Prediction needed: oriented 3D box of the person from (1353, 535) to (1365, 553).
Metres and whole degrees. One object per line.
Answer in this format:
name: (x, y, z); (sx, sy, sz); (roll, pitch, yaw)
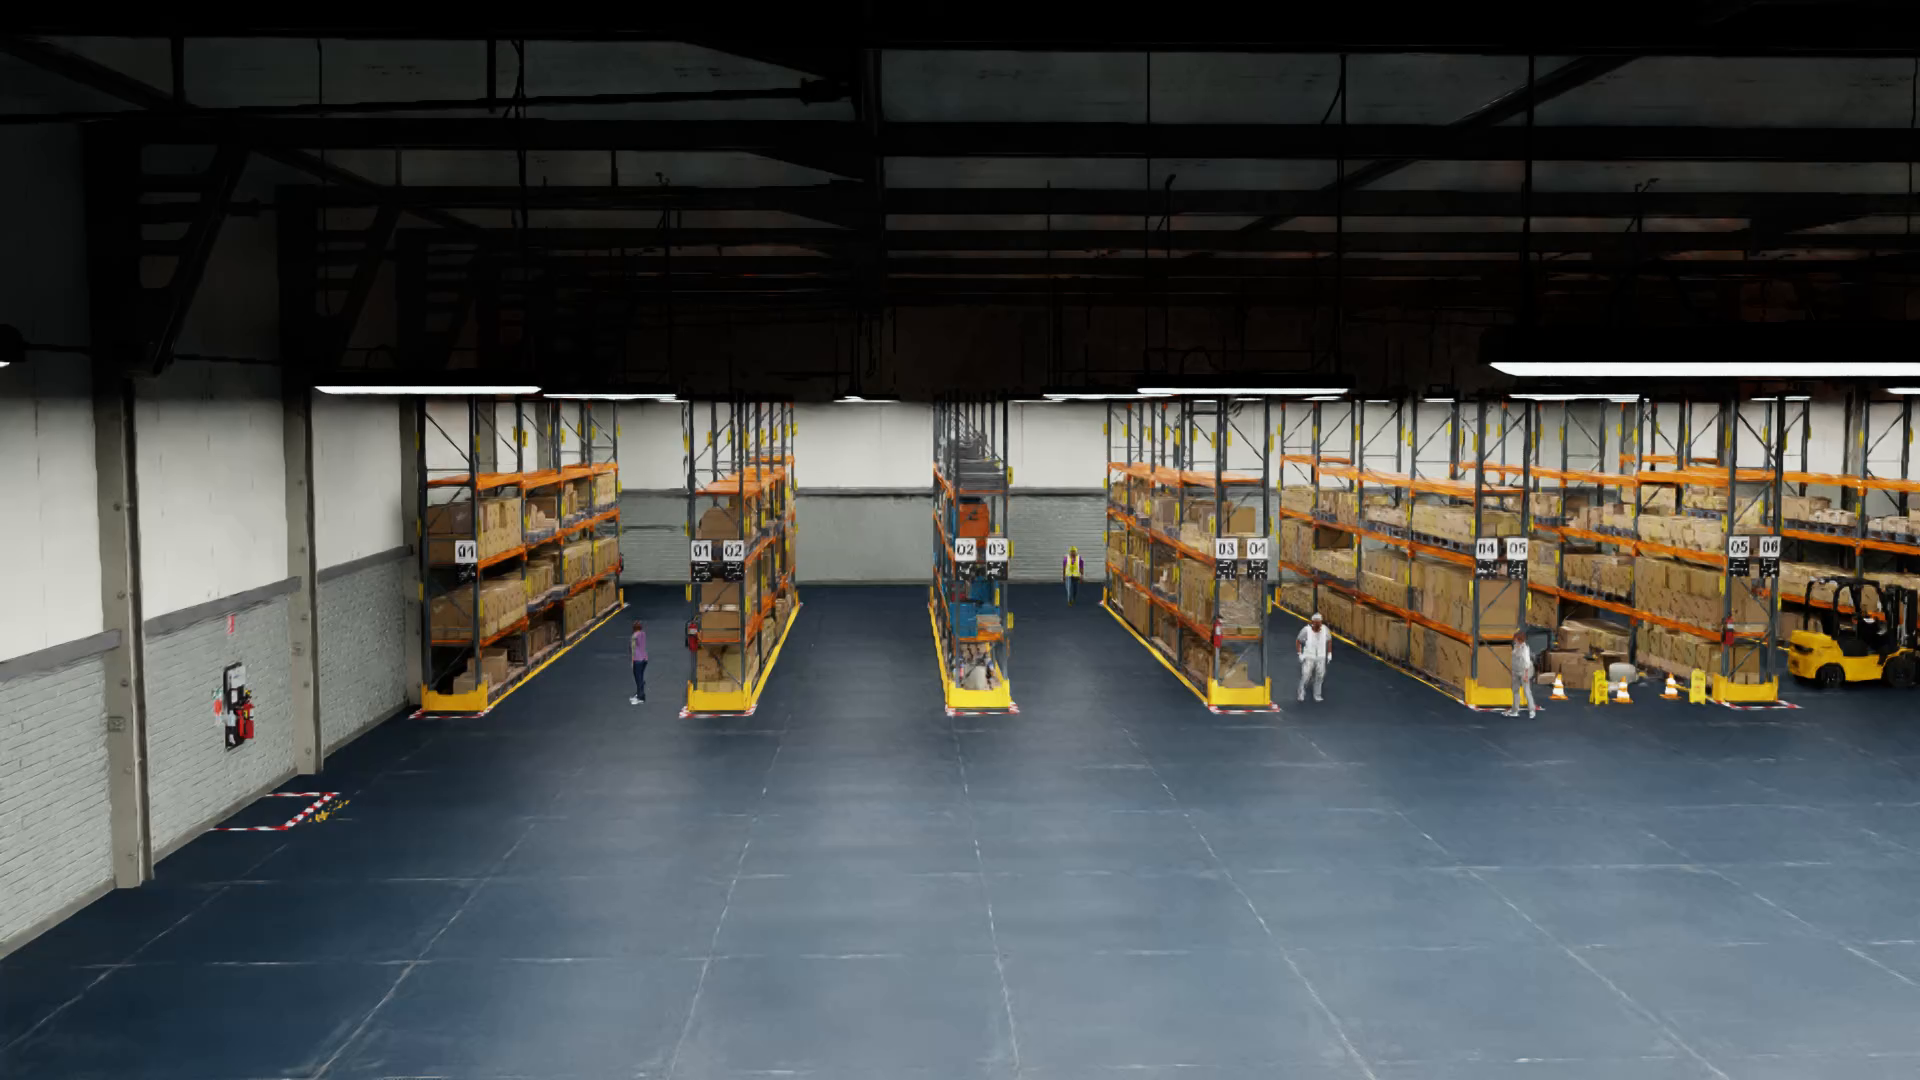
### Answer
person: (11.948, 0.733, 50.156); (0.487, 1.774, 0.627); (-4, 6, -37)

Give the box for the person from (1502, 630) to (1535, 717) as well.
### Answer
person: (10.287, 2.460, 30.436); (0.480, 1.563, 0.535); (-1, 5, -15)

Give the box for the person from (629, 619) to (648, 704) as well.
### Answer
person: (-6.184, 2.318, 31.841); (0.449, 1.599, 0.467); (2, 5, 24)

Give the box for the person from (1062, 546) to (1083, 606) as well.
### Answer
person: (3.228, 0.999, 47.413); (0.577, 1.687, 1.114); (0, 5, -3)

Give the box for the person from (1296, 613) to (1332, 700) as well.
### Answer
person: (6.828, 2.250, 32.071); (0.702, 1.735, 0.549); (0, 5, -5)
